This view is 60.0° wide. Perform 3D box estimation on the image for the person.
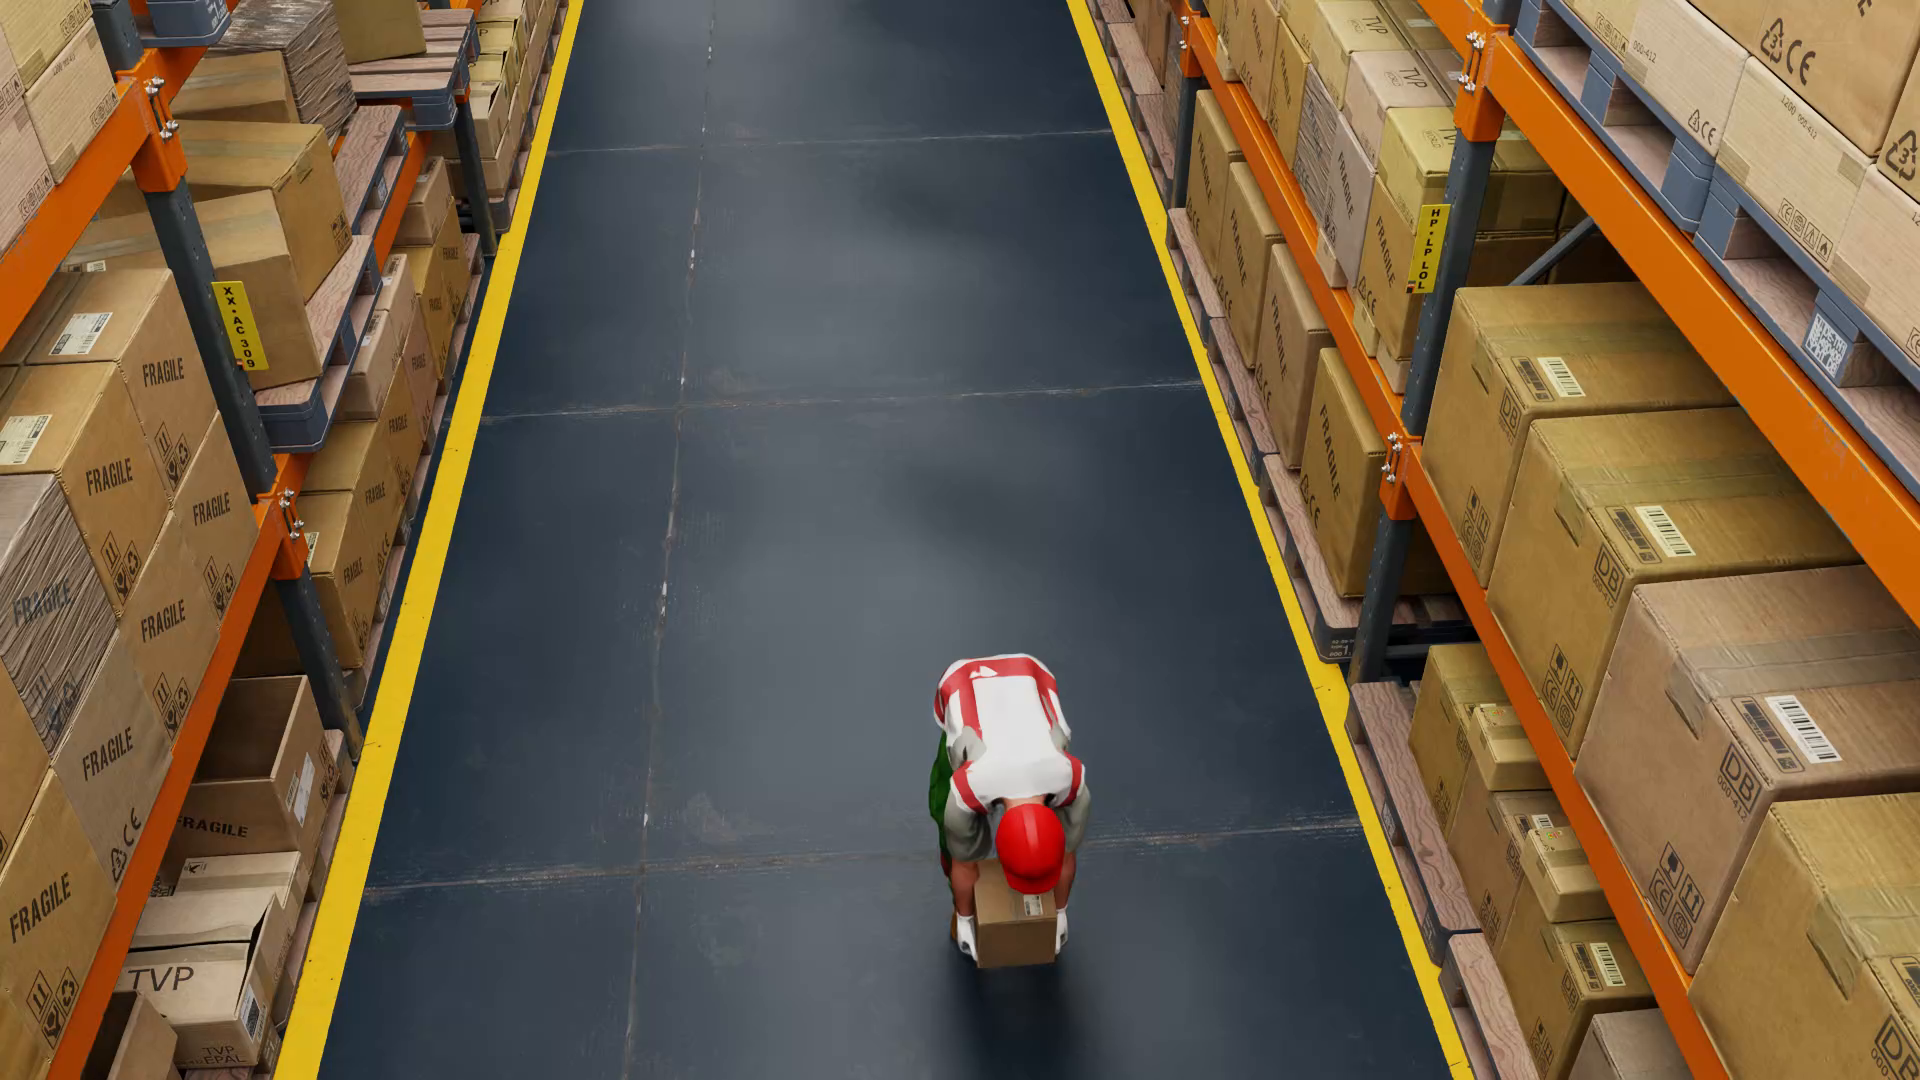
[{"bbox_3d":[0.164,1.001,5.411,0.495,1.129,0.962,-4,39,-5],"label":"person"}]
